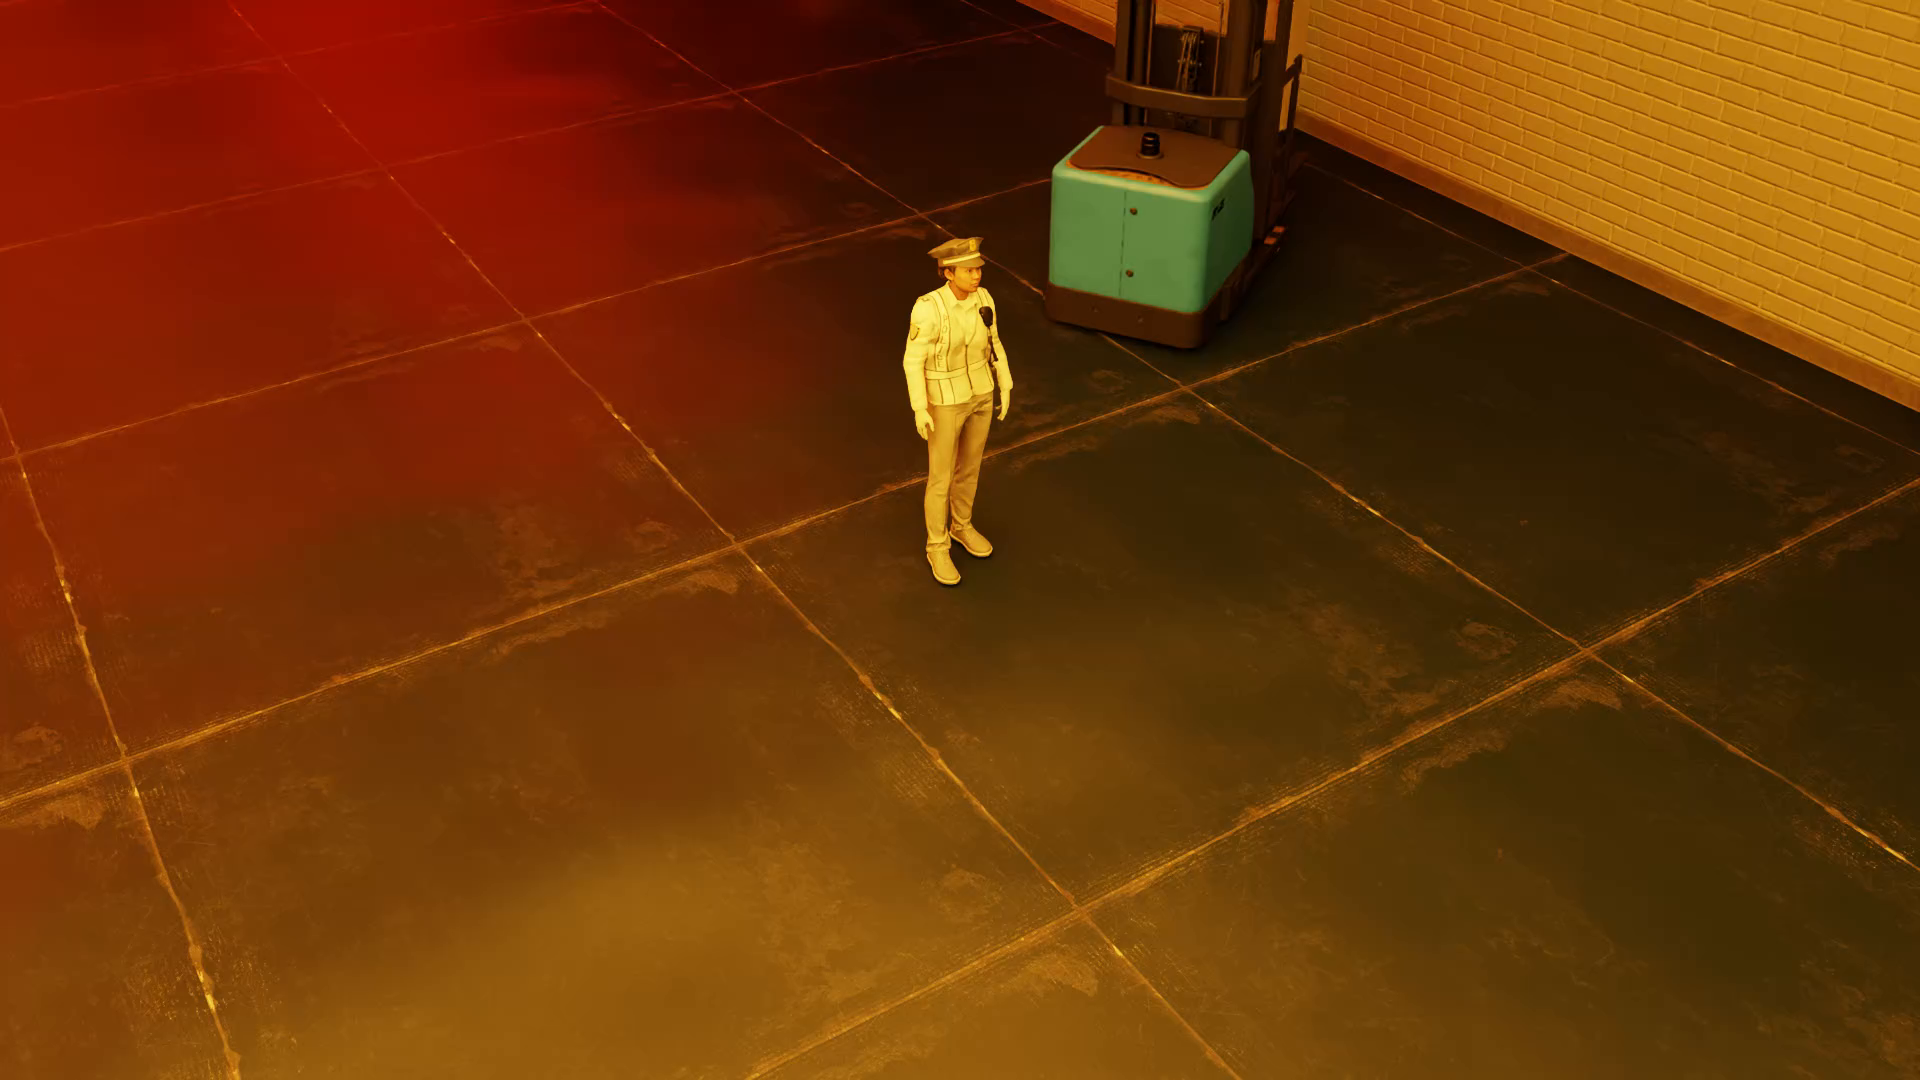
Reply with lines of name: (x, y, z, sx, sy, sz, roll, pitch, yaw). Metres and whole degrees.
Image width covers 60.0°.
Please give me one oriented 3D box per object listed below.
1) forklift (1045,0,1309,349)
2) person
forklift: (1.640, -3.213, 10.721, 1.130, 2.935, 3.031, 16, 38, 21)
person: (0.031, -0.664, 8.156, 0.586, 1.694, 0.531, -21, 40, -27)
